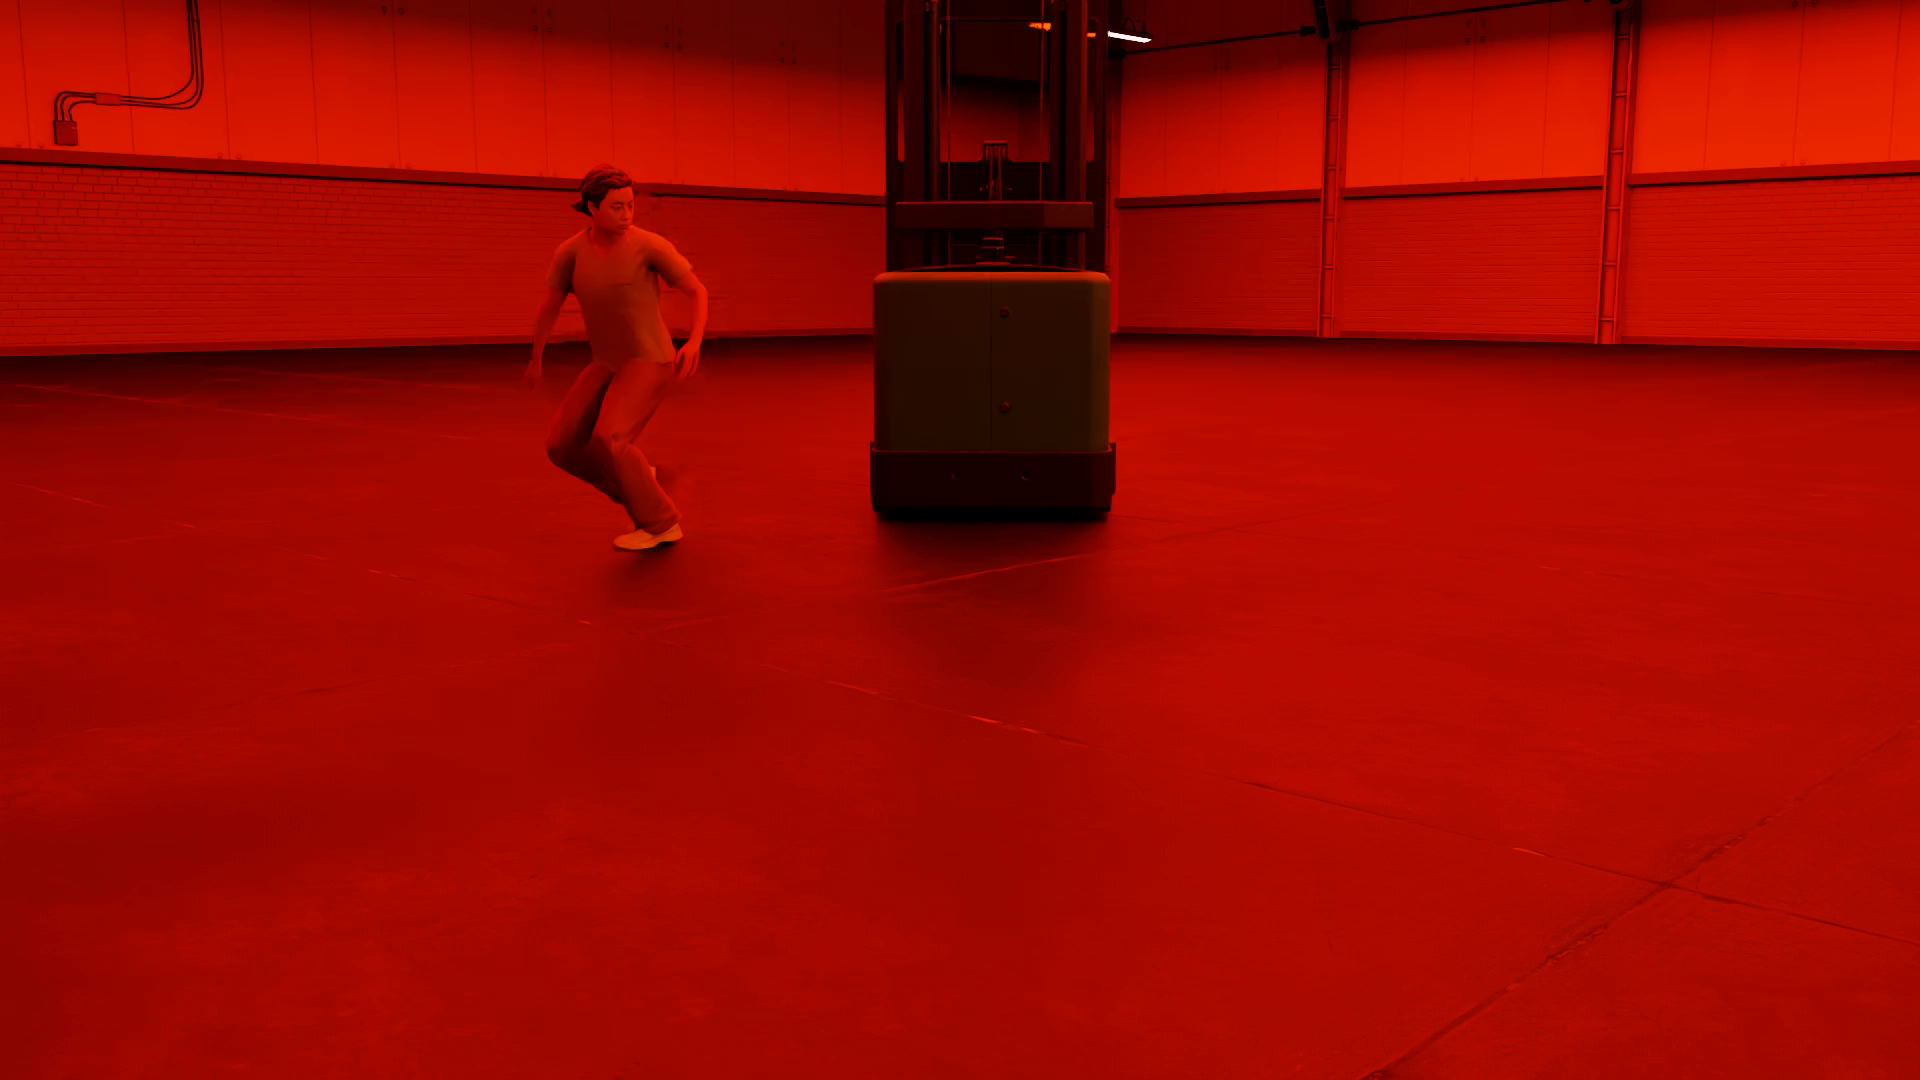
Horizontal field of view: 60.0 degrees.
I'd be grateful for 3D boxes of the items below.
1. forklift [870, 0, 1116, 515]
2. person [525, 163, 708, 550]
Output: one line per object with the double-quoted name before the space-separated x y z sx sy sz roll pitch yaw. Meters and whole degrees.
"forklift" 0.185 -1.745 8.462 1.130 2.935 3.031 0 9 2
"person" -1.349 -0.704 6.544 0.825 1.468 0.570 4 9 23
